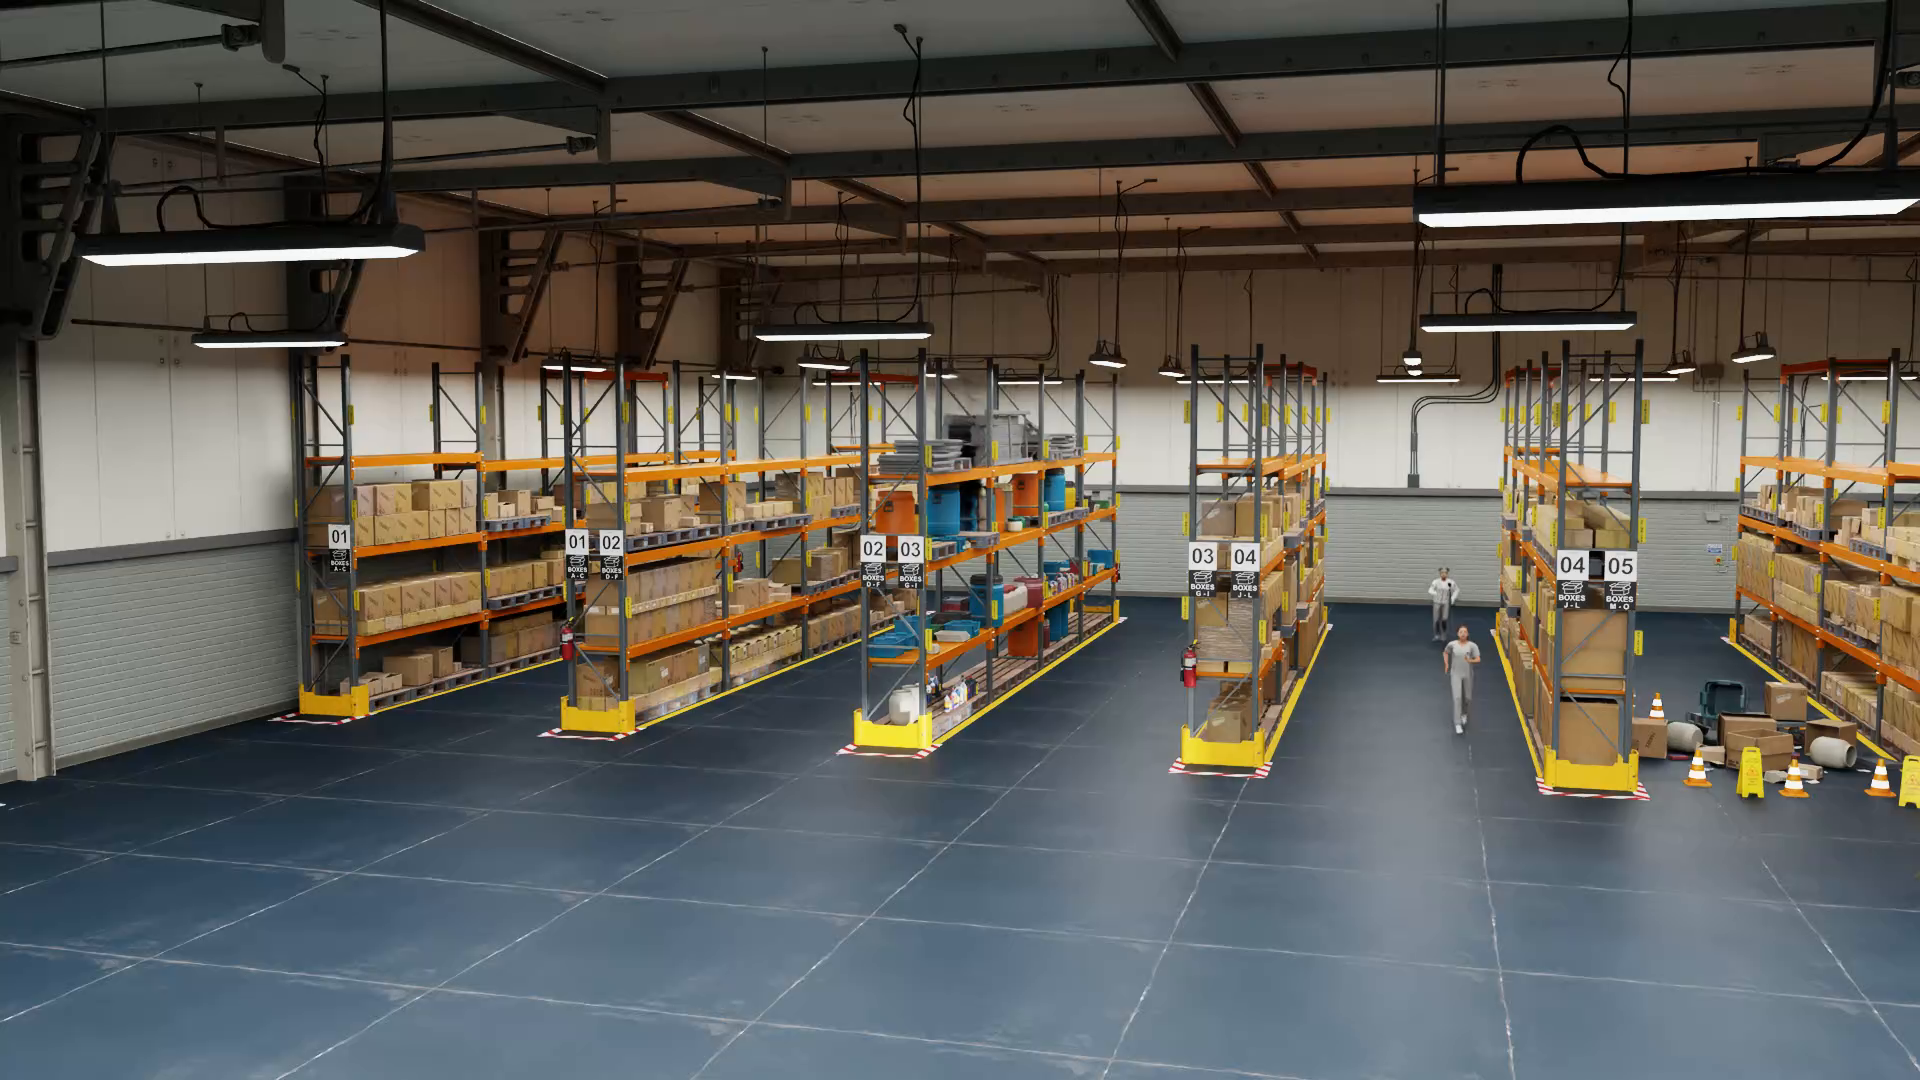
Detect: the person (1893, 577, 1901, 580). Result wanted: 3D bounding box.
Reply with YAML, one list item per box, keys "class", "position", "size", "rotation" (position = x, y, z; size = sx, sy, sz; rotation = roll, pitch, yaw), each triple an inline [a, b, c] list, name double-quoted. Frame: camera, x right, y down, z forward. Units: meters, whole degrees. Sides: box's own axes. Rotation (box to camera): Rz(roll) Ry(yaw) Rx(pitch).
- class: "person"
  position: [18.575, 1.635, 32.948]
  size: [0.634, 1.778, 0.976]
  rotation: [0, 4, 0]

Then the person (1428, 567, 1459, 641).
- class: "person"
  position: [10.677, 1.415, 36.746]
  size: [0.641, 1.656, 0.650]
  rotation: [2, 5, 20]

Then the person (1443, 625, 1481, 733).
- class: "person"
  position: [7.957, 2.166, 26.371]
  size: [0.564, 1.655, 0.969]
  rotation: [1, 4, 13]
